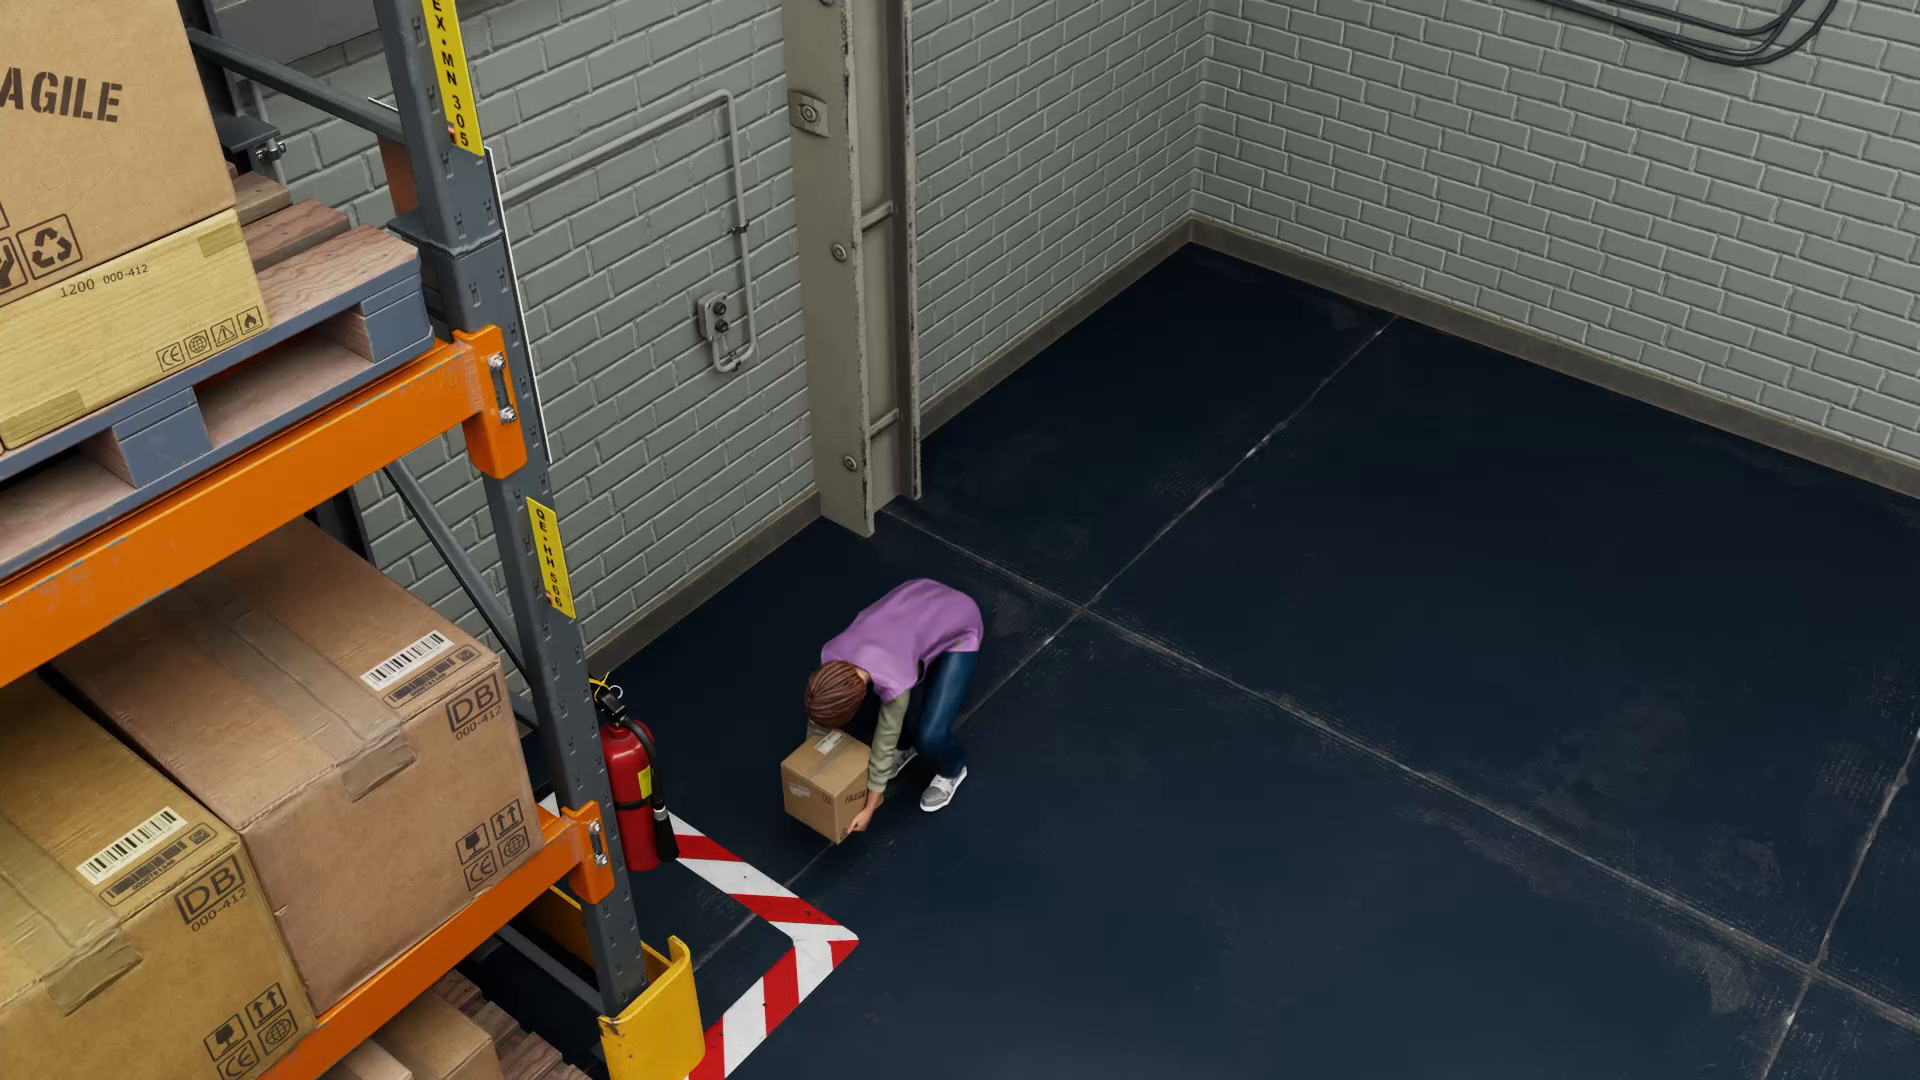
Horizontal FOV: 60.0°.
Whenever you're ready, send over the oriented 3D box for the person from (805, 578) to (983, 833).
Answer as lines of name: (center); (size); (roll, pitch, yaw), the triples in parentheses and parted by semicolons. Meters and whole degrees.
person: (-0.238, 0.620, 5.932); (0.429, 0.933, 0.863); (24, 45, 26)
